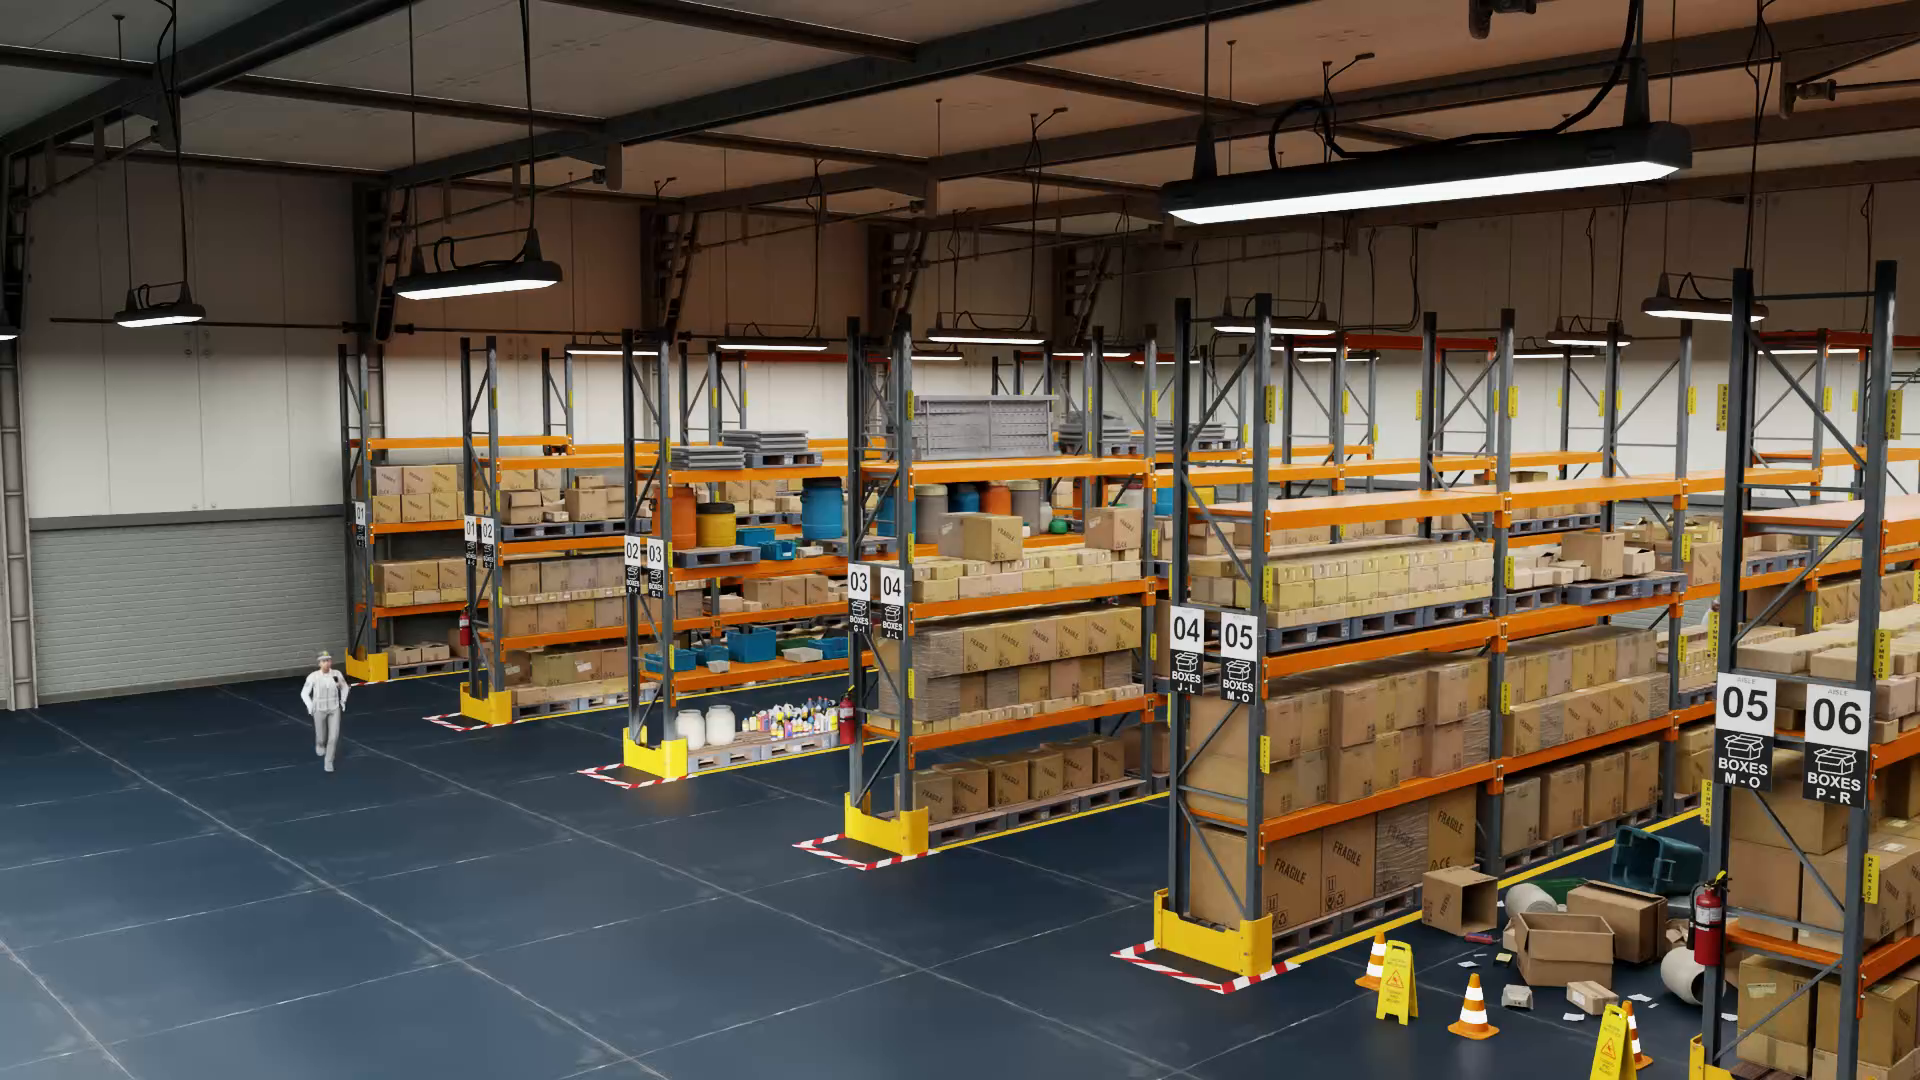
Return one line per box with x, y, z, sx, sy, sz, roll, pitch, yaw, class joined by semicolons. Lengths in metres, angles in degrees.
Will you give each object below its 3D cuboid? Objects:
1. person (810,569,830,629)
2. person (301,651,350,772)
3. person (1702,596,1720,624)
-2.804;1.379;33.381;0.886;1.614;0.535;-4;7;-39;person
-8.681;2.315;22.779;0.629;1.651;0.652;-3;6;-27;person
13.025;1.771;28.890;0.671;1.655;0.736;-4;6;-35;person
